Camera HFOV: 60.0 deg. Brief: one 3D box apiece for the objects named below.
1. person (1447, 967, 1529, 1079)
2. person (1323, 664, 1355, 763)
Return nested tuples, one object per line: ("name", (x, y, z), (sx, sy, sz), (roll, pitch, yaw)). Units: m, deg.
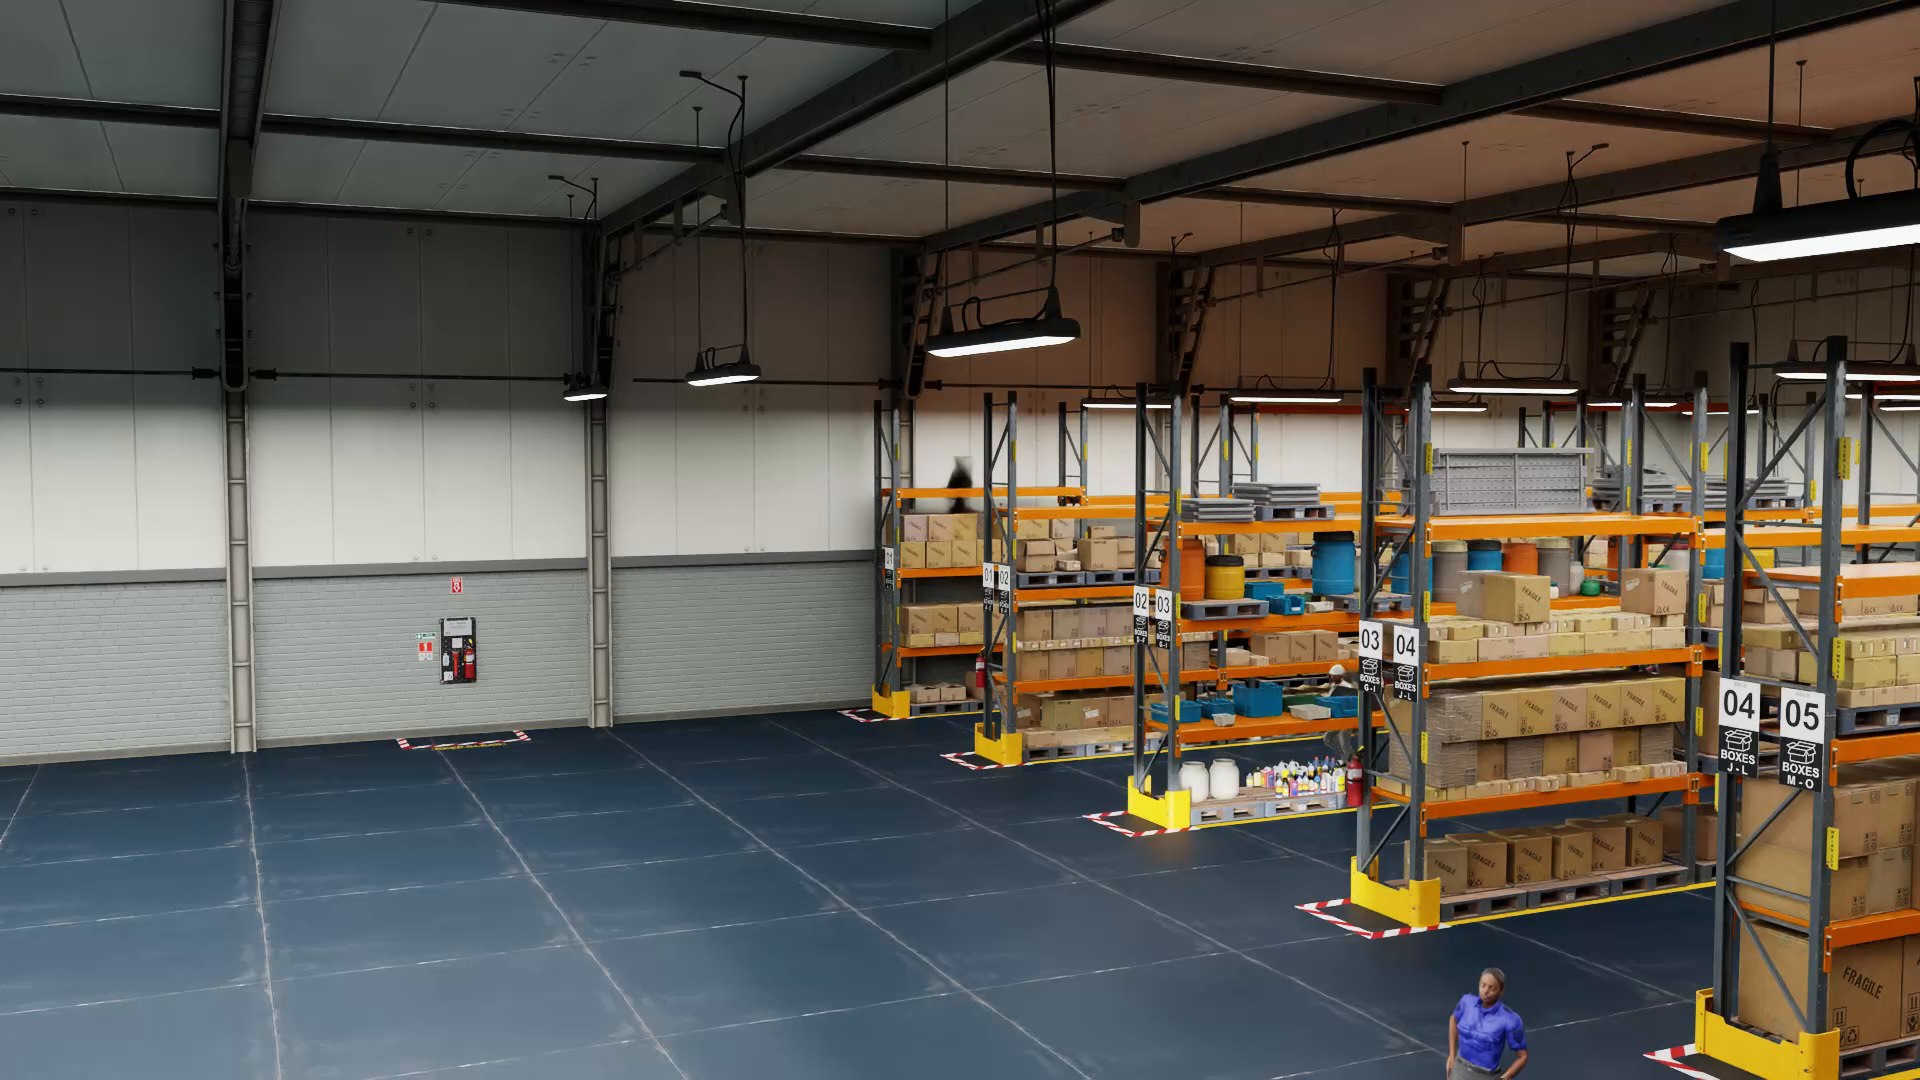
("person", (3.587, 3.699, 11.420), (0.642, 1.603, 0.554), (2, 4, 36))
("person", (5.907, 2.786, 25.920), (0.782, 1.713, 0.698), (-1, 3, -16))
